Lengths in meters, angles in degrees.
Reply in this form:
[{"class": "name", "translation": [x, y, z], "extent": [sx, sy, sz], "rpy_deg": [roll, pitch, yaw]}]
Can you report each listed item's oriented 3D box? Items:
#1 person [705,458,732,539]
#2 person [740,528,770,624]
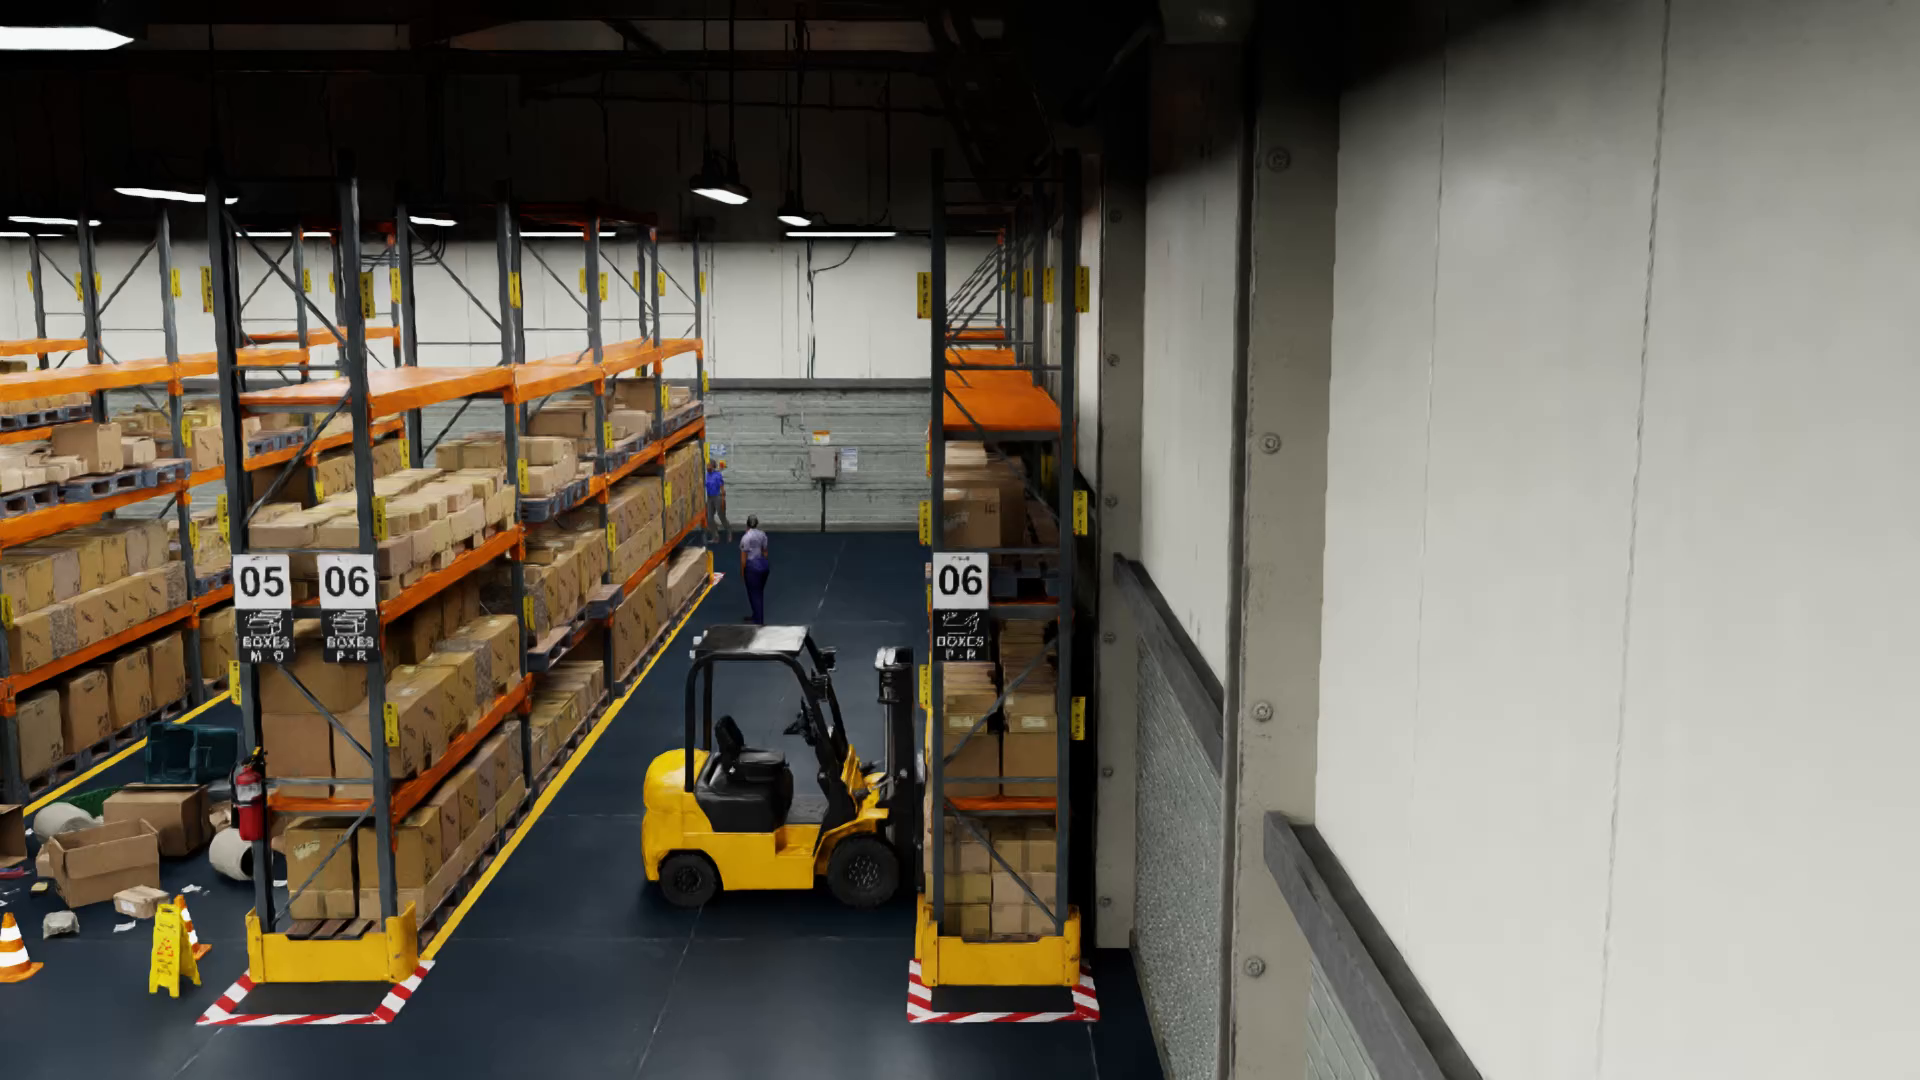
[{"class": "person", "translation": [-4.667, -0.806, 32.118], "extent": [0.476, 1.574, 0.510], "rpy_deg": [7, 11, 36]}, {"class": "person", "translation": [-3.068, 0.536, 24.470], "extent": [0.556, 1.456, 0.538], "rpy_deg": [5, 11, 30]}]
